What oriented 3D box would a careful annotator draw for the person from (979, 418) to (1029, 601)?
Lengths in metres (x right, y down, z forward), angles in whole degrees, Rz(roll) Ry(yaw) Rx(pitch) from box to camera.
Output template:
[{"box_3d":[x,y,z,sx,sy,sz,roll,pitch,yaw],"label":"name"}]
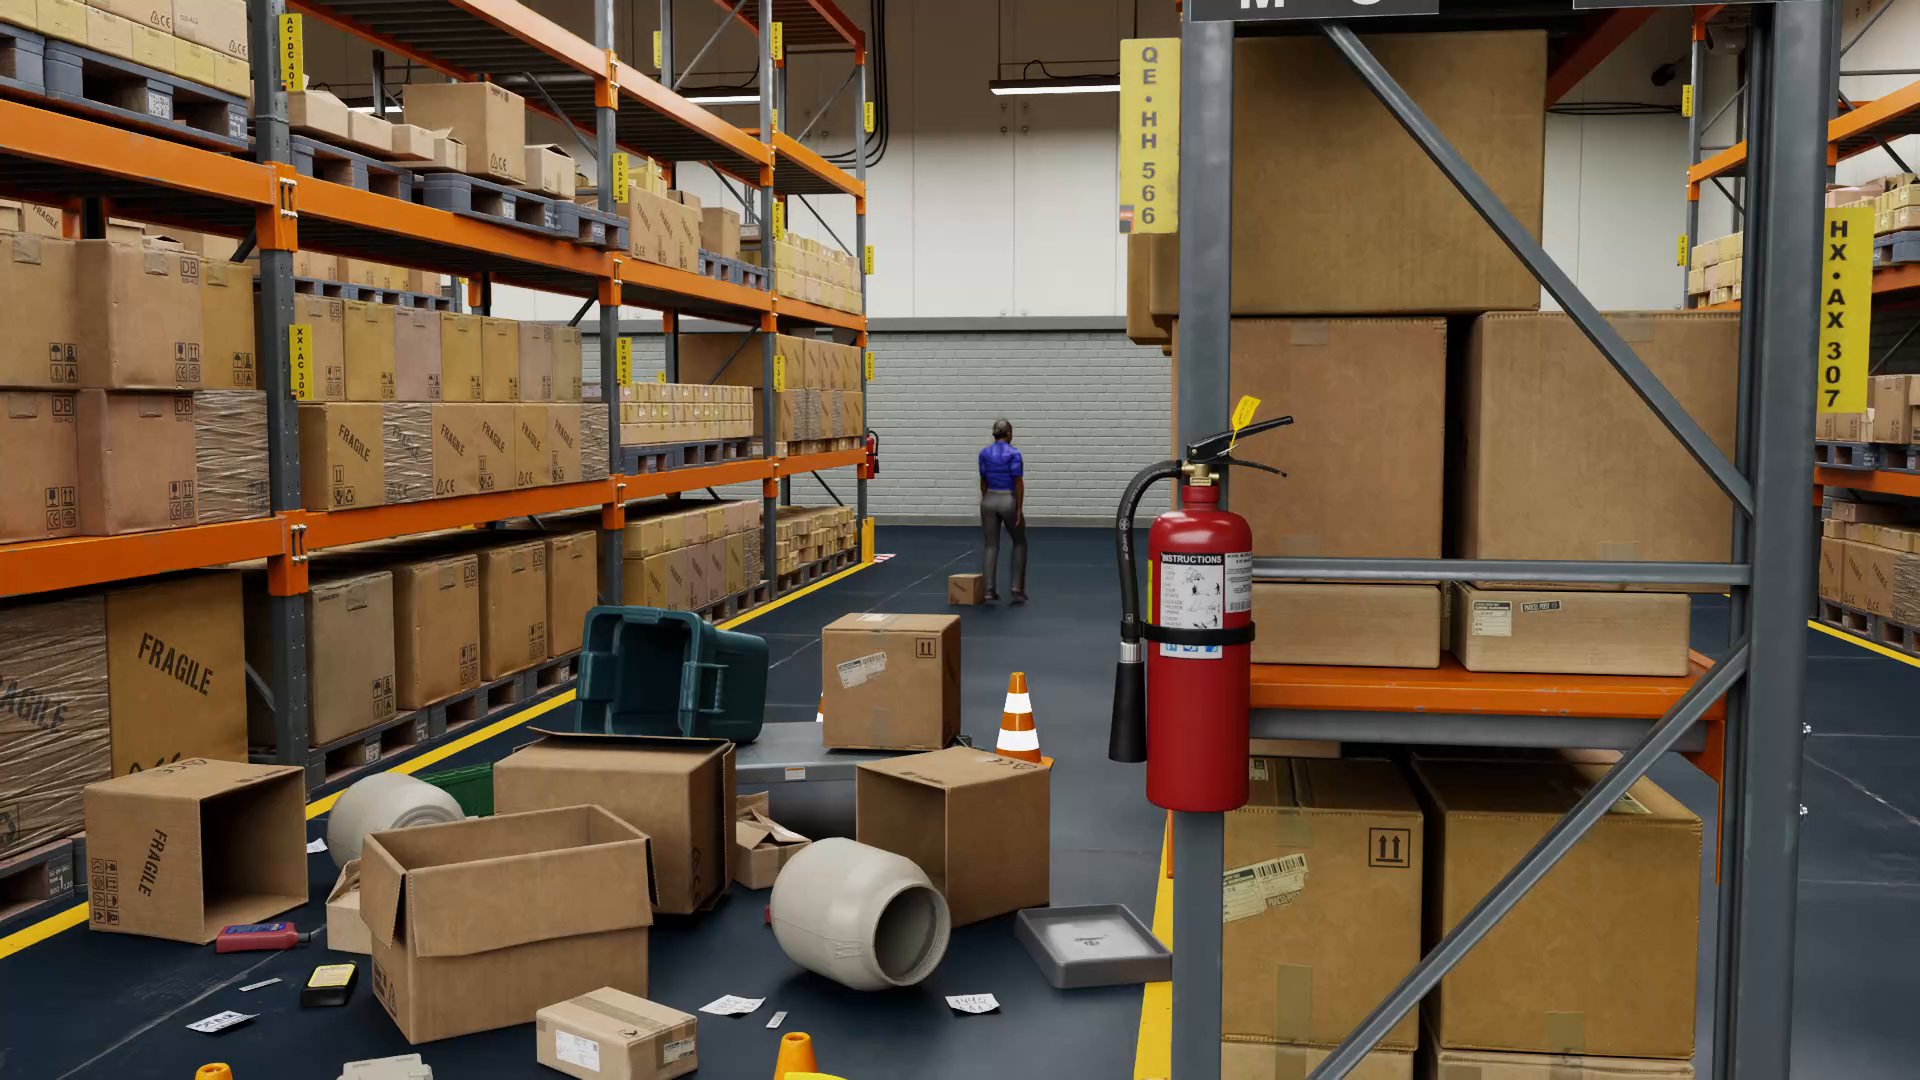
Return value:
[{"box_3d":[0.389,-0.248,15.100,0.453,1.710,0.626,2,5,18],"label":"person"}]
